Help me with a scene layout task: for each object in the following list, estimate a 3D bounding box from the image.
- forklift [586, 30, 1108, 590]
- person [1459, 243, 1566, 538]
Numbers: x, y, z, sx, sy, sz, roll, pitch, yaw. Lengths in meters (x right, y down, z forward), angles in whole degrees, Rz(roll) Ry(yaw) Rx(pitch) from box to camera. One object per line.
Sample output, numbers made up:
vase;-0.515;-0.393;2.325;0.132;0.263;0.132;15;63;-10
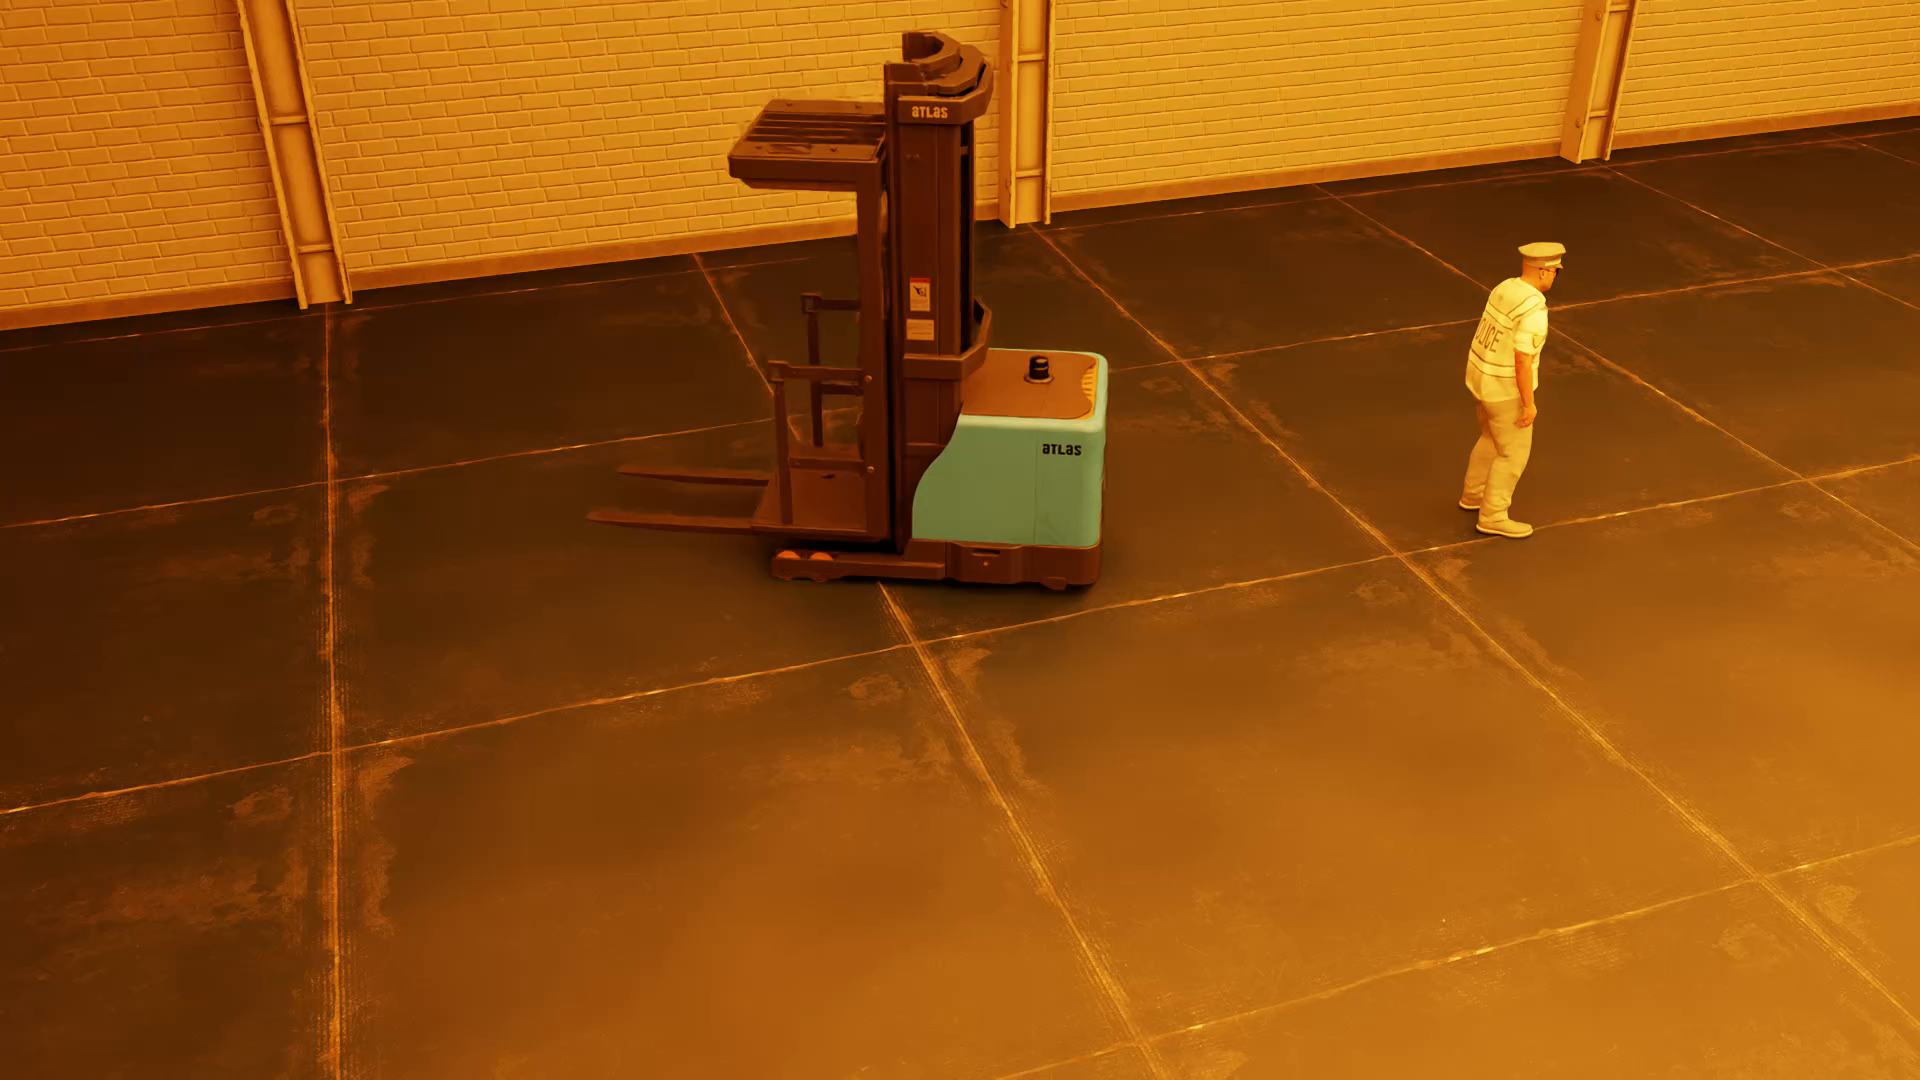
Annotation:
forklift;-0.667;-1.287;9.323;3.031;2.935;1.130;3;30;5
person;3.232;-0.903;9.842;0.441;1.746;0.588;-3;30;-5
